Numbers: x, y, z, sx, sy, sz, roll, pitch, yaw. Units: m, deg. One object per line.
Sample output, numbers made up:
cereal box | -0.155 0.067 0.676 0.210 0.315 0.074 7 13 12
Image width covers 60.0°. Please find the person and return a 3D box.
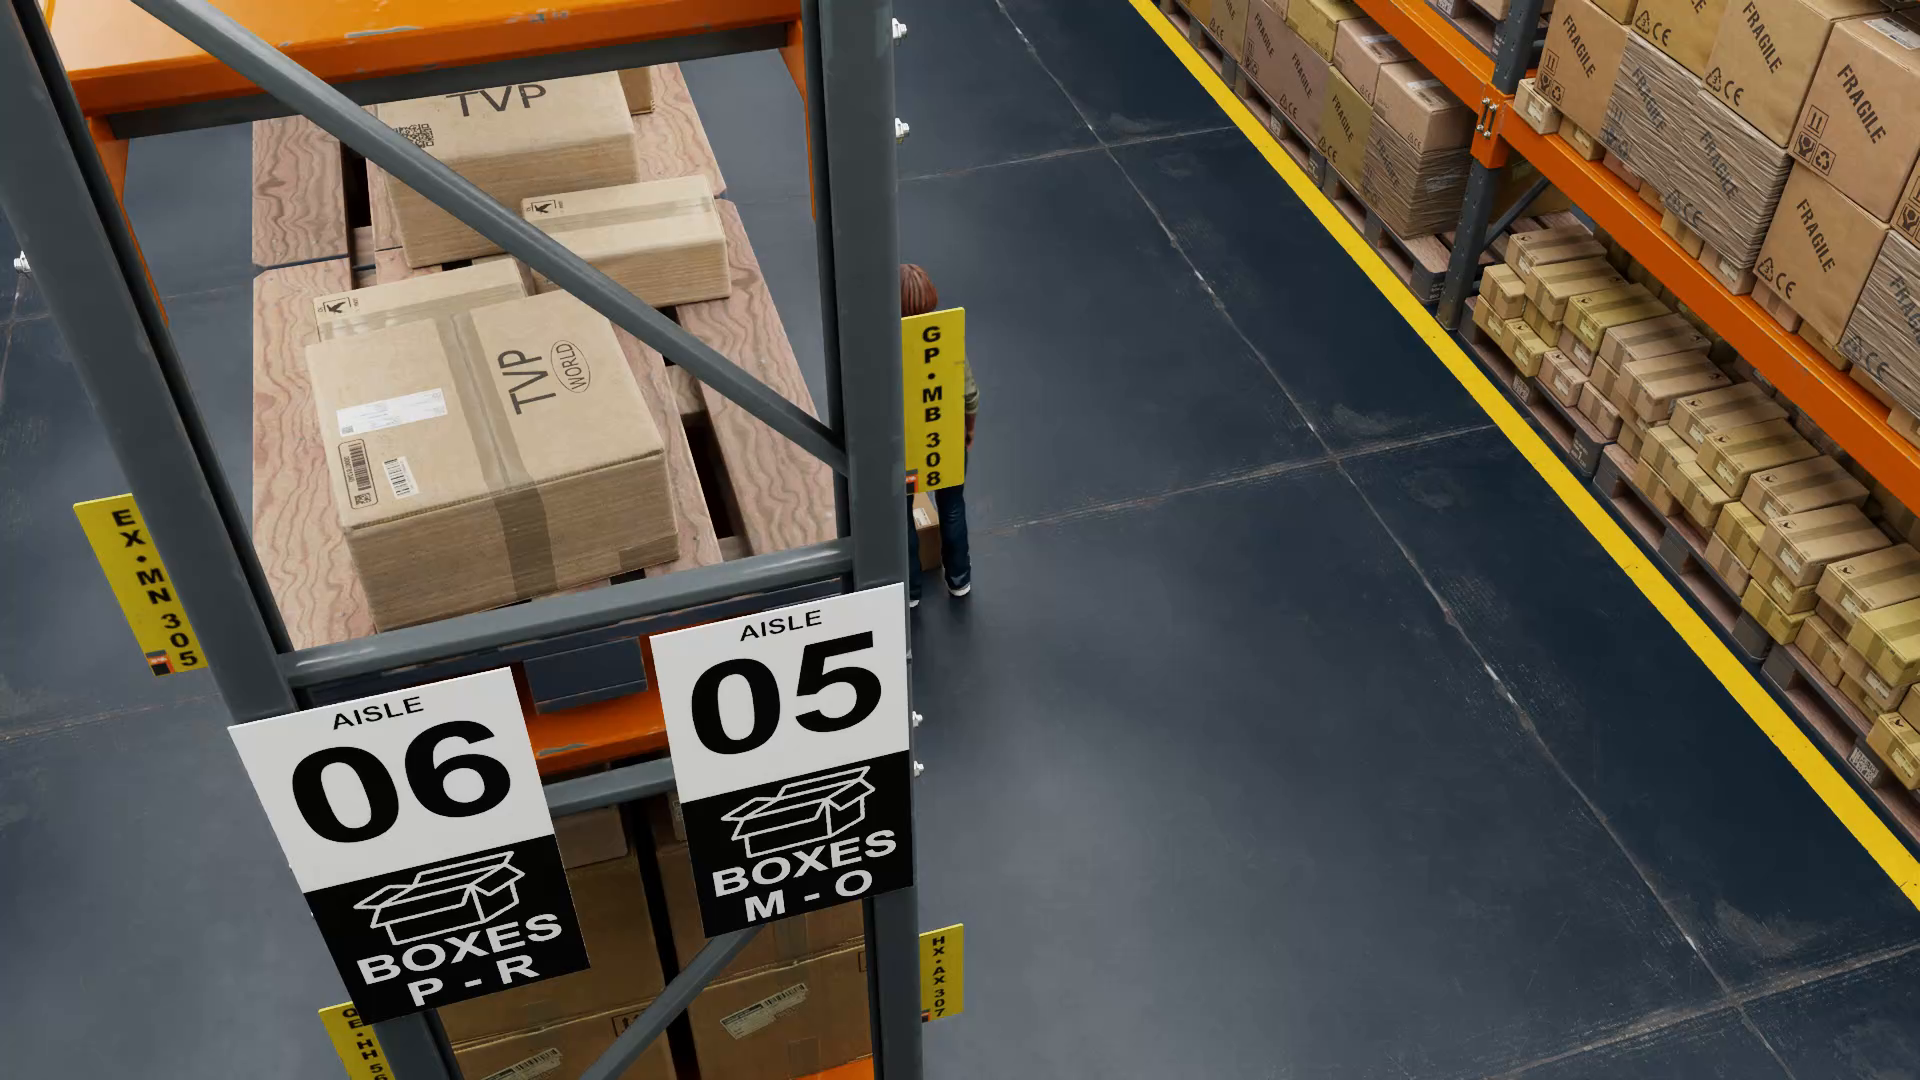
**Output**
person | -0.152 -0.365 6.571 0.460 1.582 0.343 -12 44 -12
